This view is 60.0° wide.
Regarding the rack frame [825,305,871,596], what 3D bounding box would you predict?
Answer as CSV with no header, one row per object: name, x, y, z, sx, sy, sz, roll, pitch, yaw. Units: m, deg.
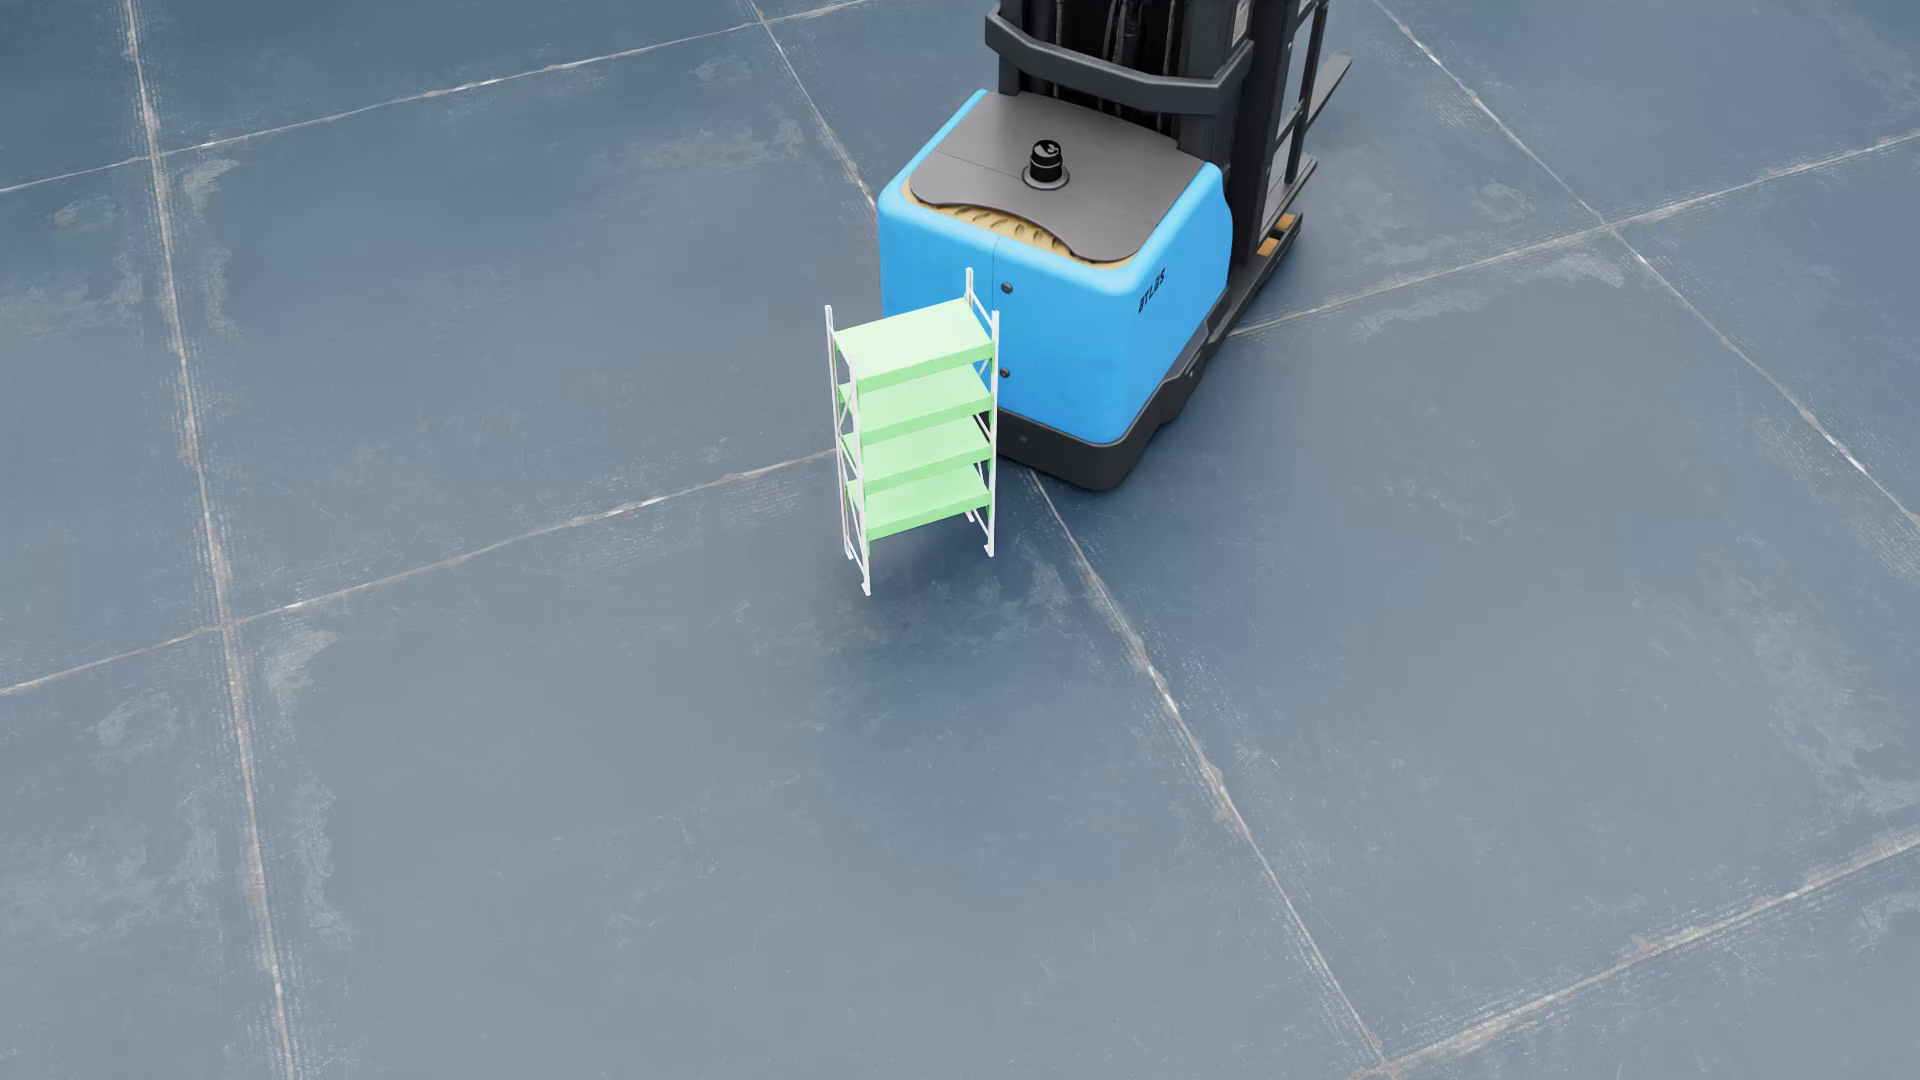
rack frame,-0.379,-0.273,5.694,0.015,1.200,0.240,-17,52,-14

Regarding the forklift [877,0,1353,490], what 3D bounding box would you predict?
forklift,0.849,-2.264,6.262,1.130,2.935,3.031,23,53,19

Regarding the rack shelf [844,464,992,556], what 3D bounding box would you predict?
rack shelf,-0.153,-0.145,5.985,0.480,0.148,0.258,-17,52,-14

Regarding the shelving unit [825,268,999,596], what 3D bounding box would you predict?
shelving unit,-0.153,-0.343,5.754,0.503,1.200,0.258,-17,52,-14

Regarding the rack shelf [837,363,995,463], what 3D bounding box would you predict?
rack shelf,-0.153,-0.458,5.620,0.480,0.148,0.258,-17,52,-14

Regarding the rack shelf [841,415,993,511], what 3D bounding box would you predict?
rack shelf,-0.153,-0.302,5.803,0.480,0.148,0.258,-17,52,-14

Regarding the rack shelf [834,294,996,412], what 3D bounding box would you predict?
rack shelf,-0.153,-0.615,5.438,0.480,0.148,0.258,-17,52,-14

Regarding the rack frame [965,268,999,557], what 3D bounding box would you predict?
rack frame,0.073,-0.413,5.814,0.015,1.200,0.240,-17,52,-14
